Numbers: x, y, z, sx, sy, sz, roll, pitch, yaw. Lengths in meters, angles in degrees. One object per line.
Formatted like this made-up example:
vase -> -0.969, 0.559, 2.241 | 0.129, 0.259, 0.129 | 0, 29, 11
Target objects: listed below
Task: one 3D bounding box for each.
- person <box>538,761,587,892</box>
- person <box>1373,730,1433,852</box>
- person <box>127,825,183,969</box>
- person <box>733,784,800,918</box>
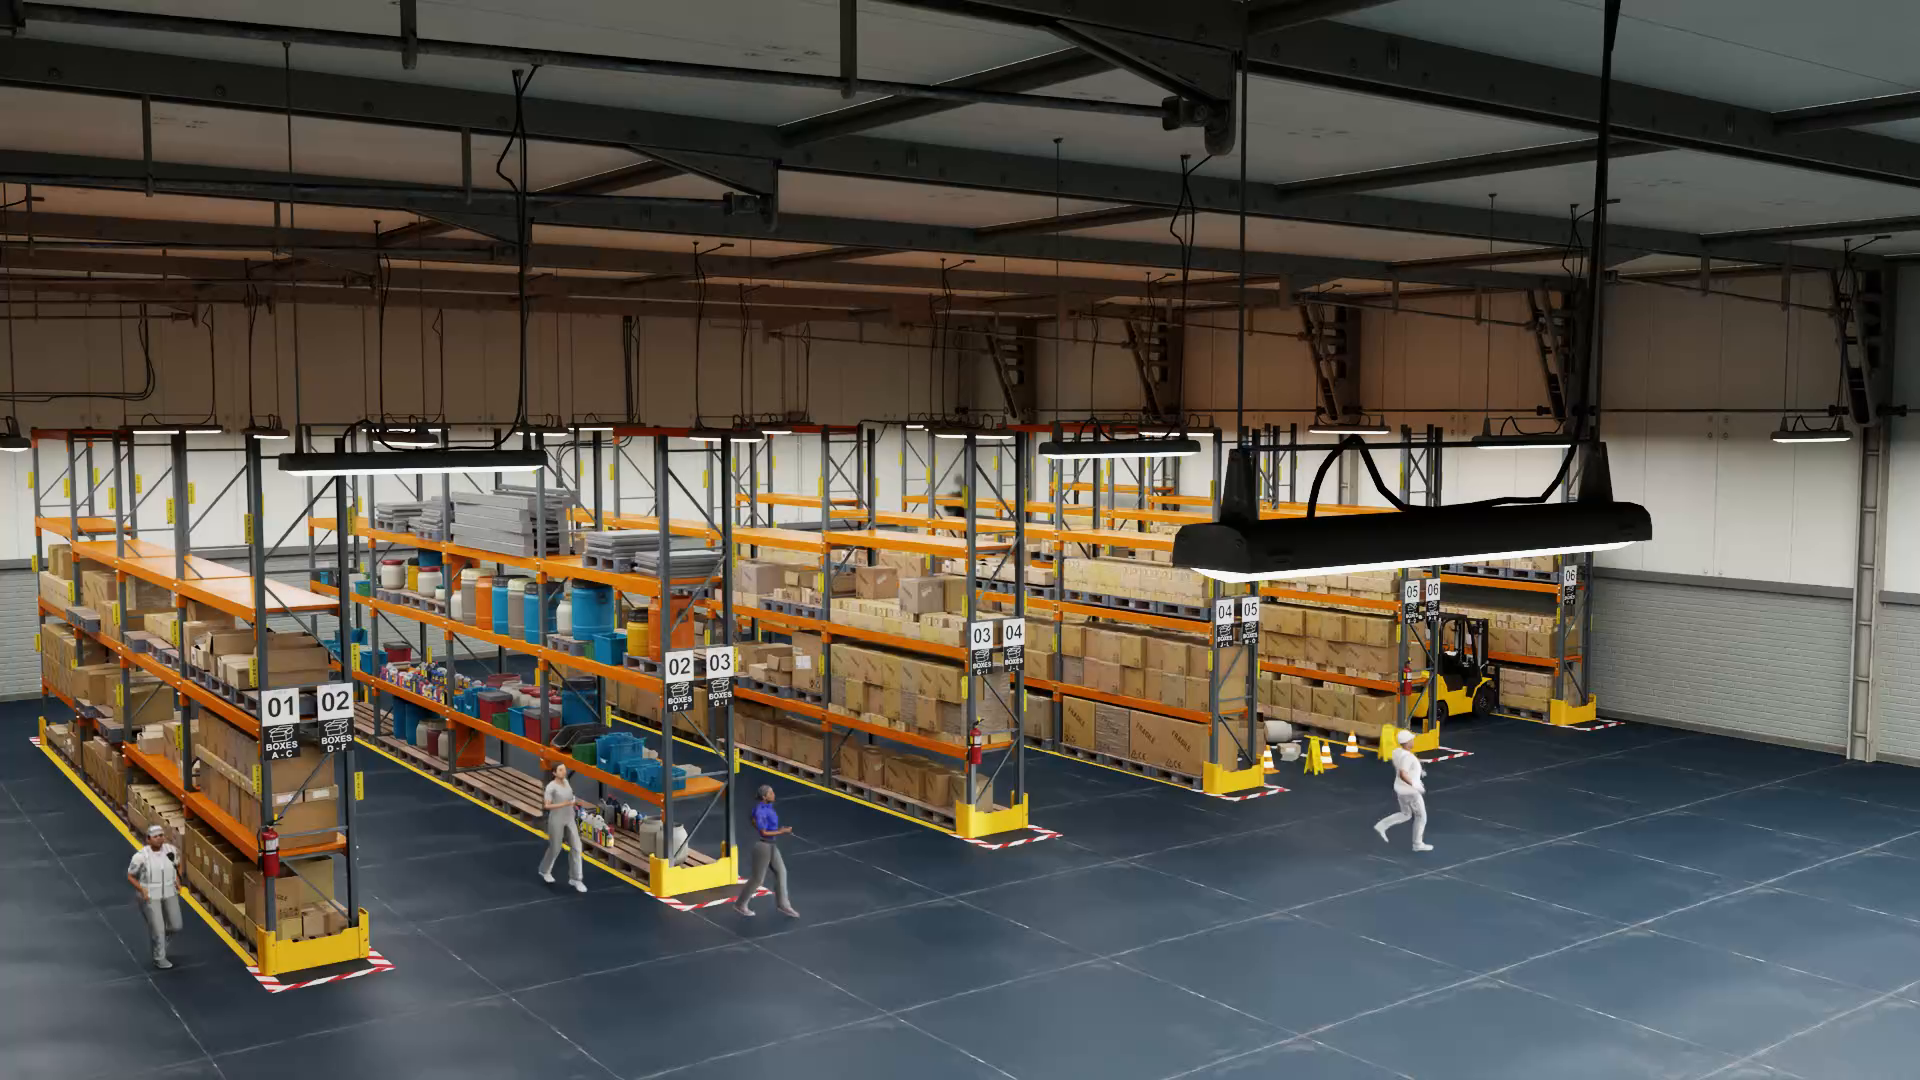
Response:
person -> -5.264, 3.753, 21.933 | 0.831, 1.701, 0.559 | 3, 6, 37
person -> 6.372, 3.590, 23.796 | 0.839, 1.752, 0.696 | 0, 4, -3
person -> -9.139, 4.035, 18.916 | 0.556, 1.622, 0.594 | 4, 6, 44
person -> -2.408, 3.861, 20.626 | 0.820, 1.679, 0.579 | 0, 4, 5
